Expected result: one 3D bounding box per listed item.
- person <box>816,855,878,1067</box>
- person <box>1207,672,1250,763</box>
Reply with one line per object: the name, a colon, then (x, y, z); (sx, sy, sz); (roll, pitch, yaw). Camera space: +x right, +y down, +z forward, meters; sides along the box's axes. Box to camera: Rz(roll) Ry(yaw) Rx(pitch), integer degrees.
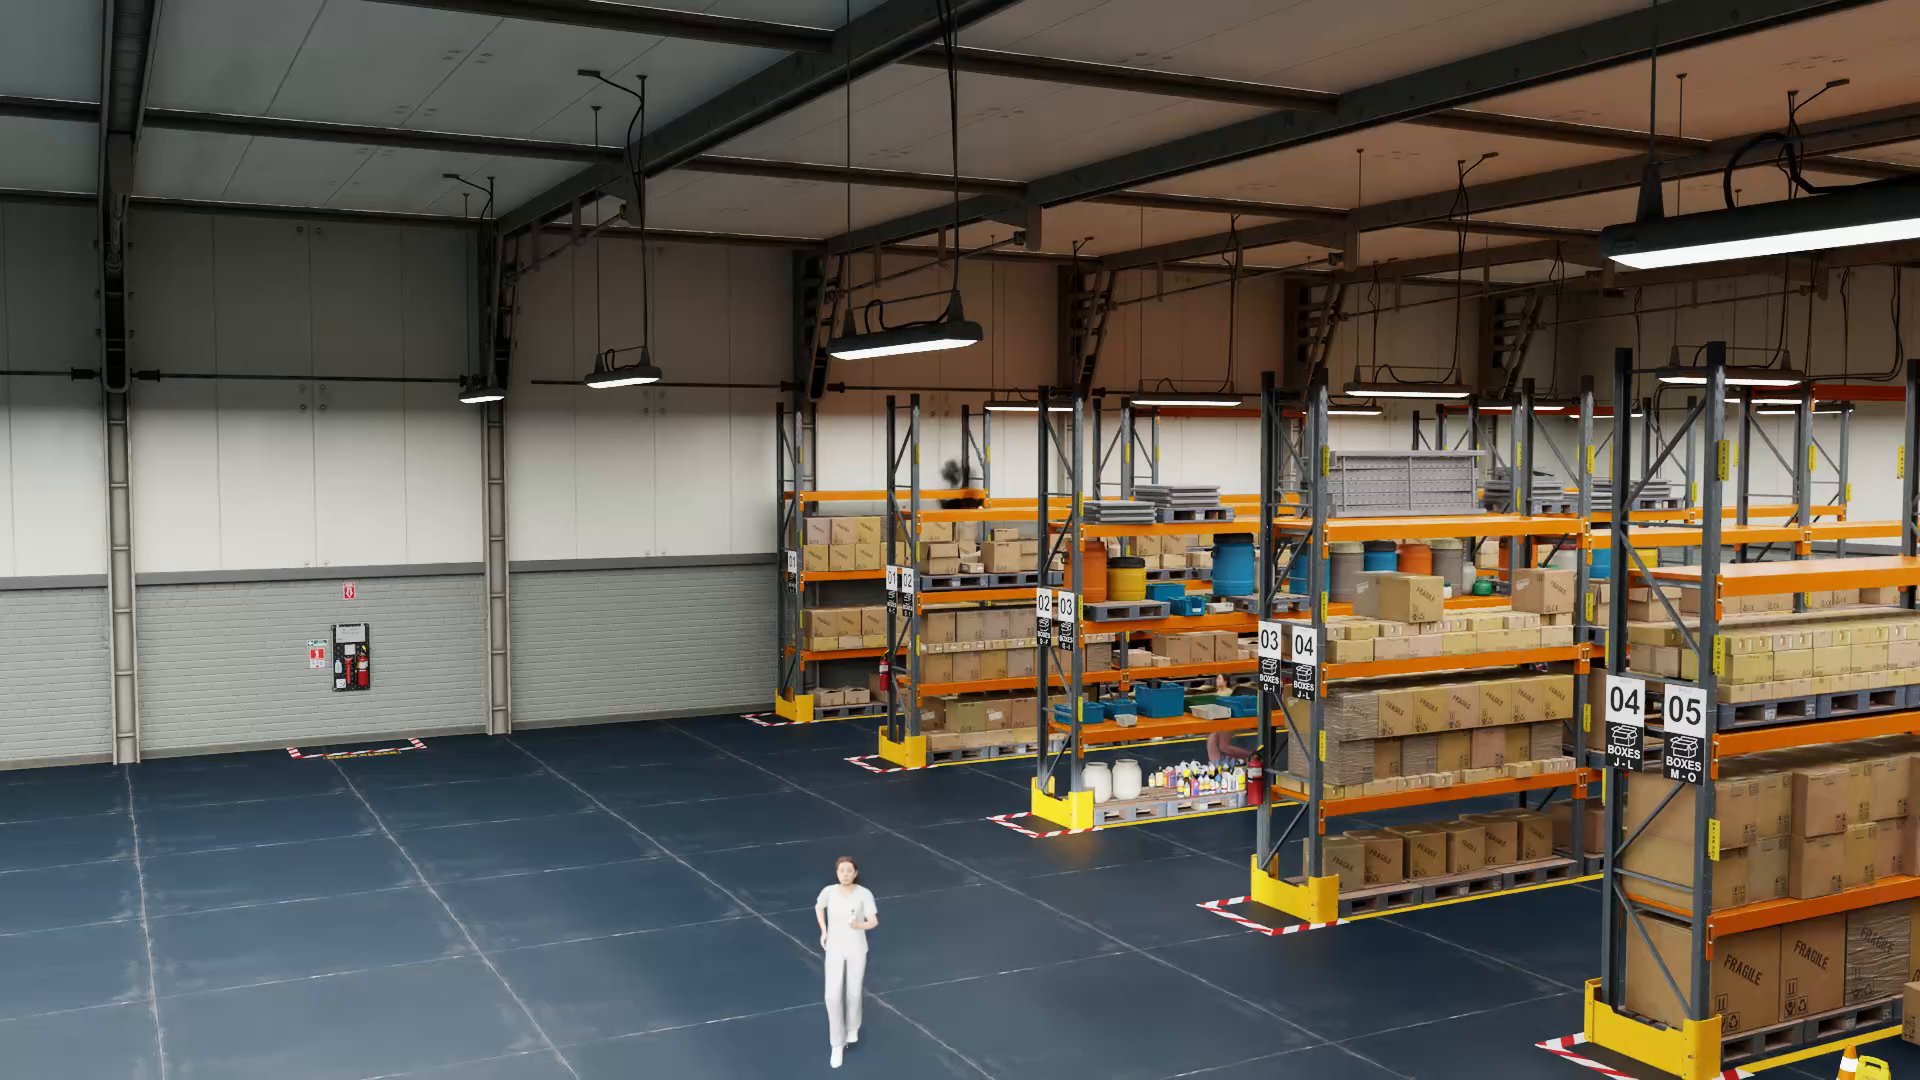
person: (-0.965, 3.528, 14.090); (0.546, 1.723, 0.712); (0, 3, 0)
person: (4.174, 2.880, 26.001); (0.797, 1.655, 0.596); (-1, 4, -24)
